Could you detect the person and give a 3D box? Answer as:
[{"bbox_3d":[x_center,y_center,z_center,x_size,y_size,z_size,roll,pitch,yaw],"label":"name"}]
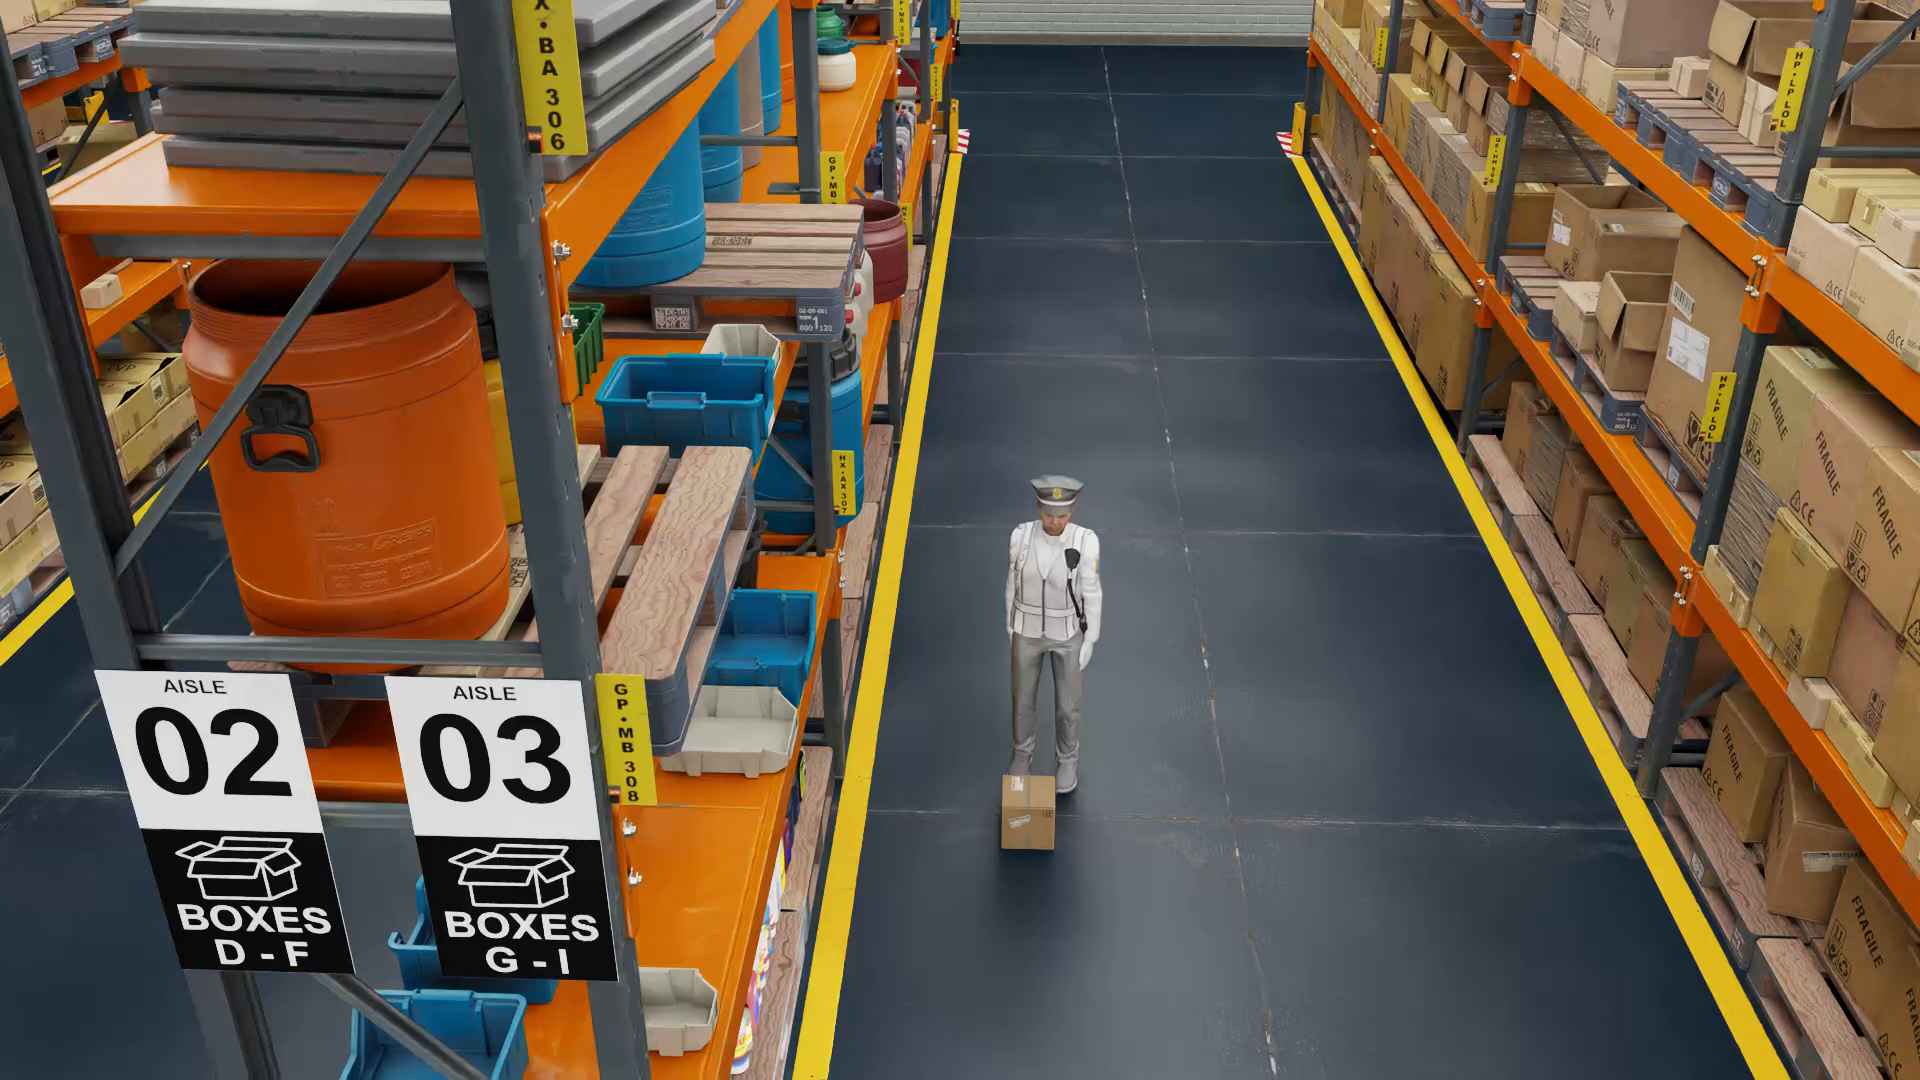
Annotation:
[{"bbox_3d":[0.439,0.456,7.989,0.467,1.670,0.313,6,29,11],"label":"person"}]
